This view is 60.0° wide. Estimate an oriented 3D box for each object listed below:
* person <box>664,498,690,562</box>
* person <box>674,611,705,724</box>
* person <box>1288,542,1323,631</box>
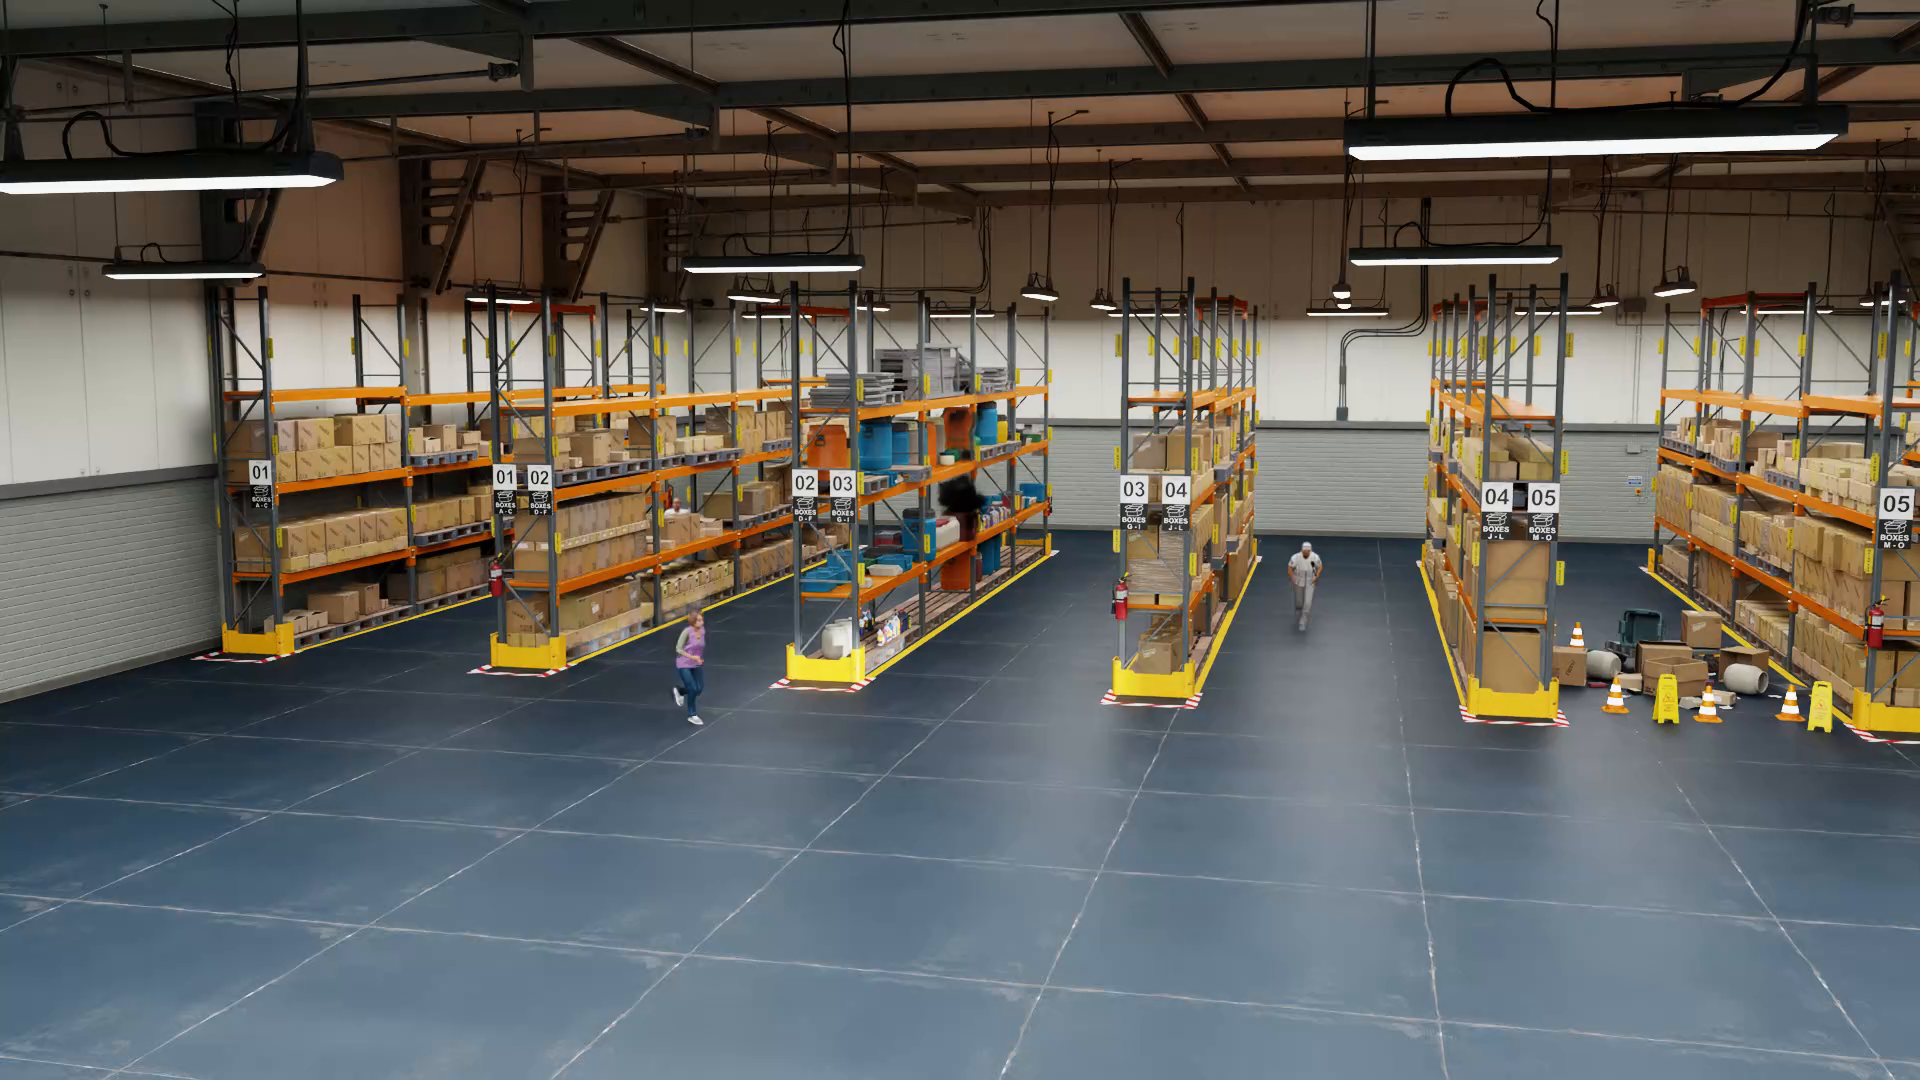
[{"bbox_3d":[-6.173,-0.034,36.245,0.704,1.776,0.955,0,7,2],"label":"person"},{"bbox_3d":[-3.630,1.699,22.285,0.681,1.543,0.521,6,9,44],"label":"person"},{"bbox_3d":[6.187,0.816,29.853,0.606,1.617,0.890,0,7,4],"label":"person"}]
